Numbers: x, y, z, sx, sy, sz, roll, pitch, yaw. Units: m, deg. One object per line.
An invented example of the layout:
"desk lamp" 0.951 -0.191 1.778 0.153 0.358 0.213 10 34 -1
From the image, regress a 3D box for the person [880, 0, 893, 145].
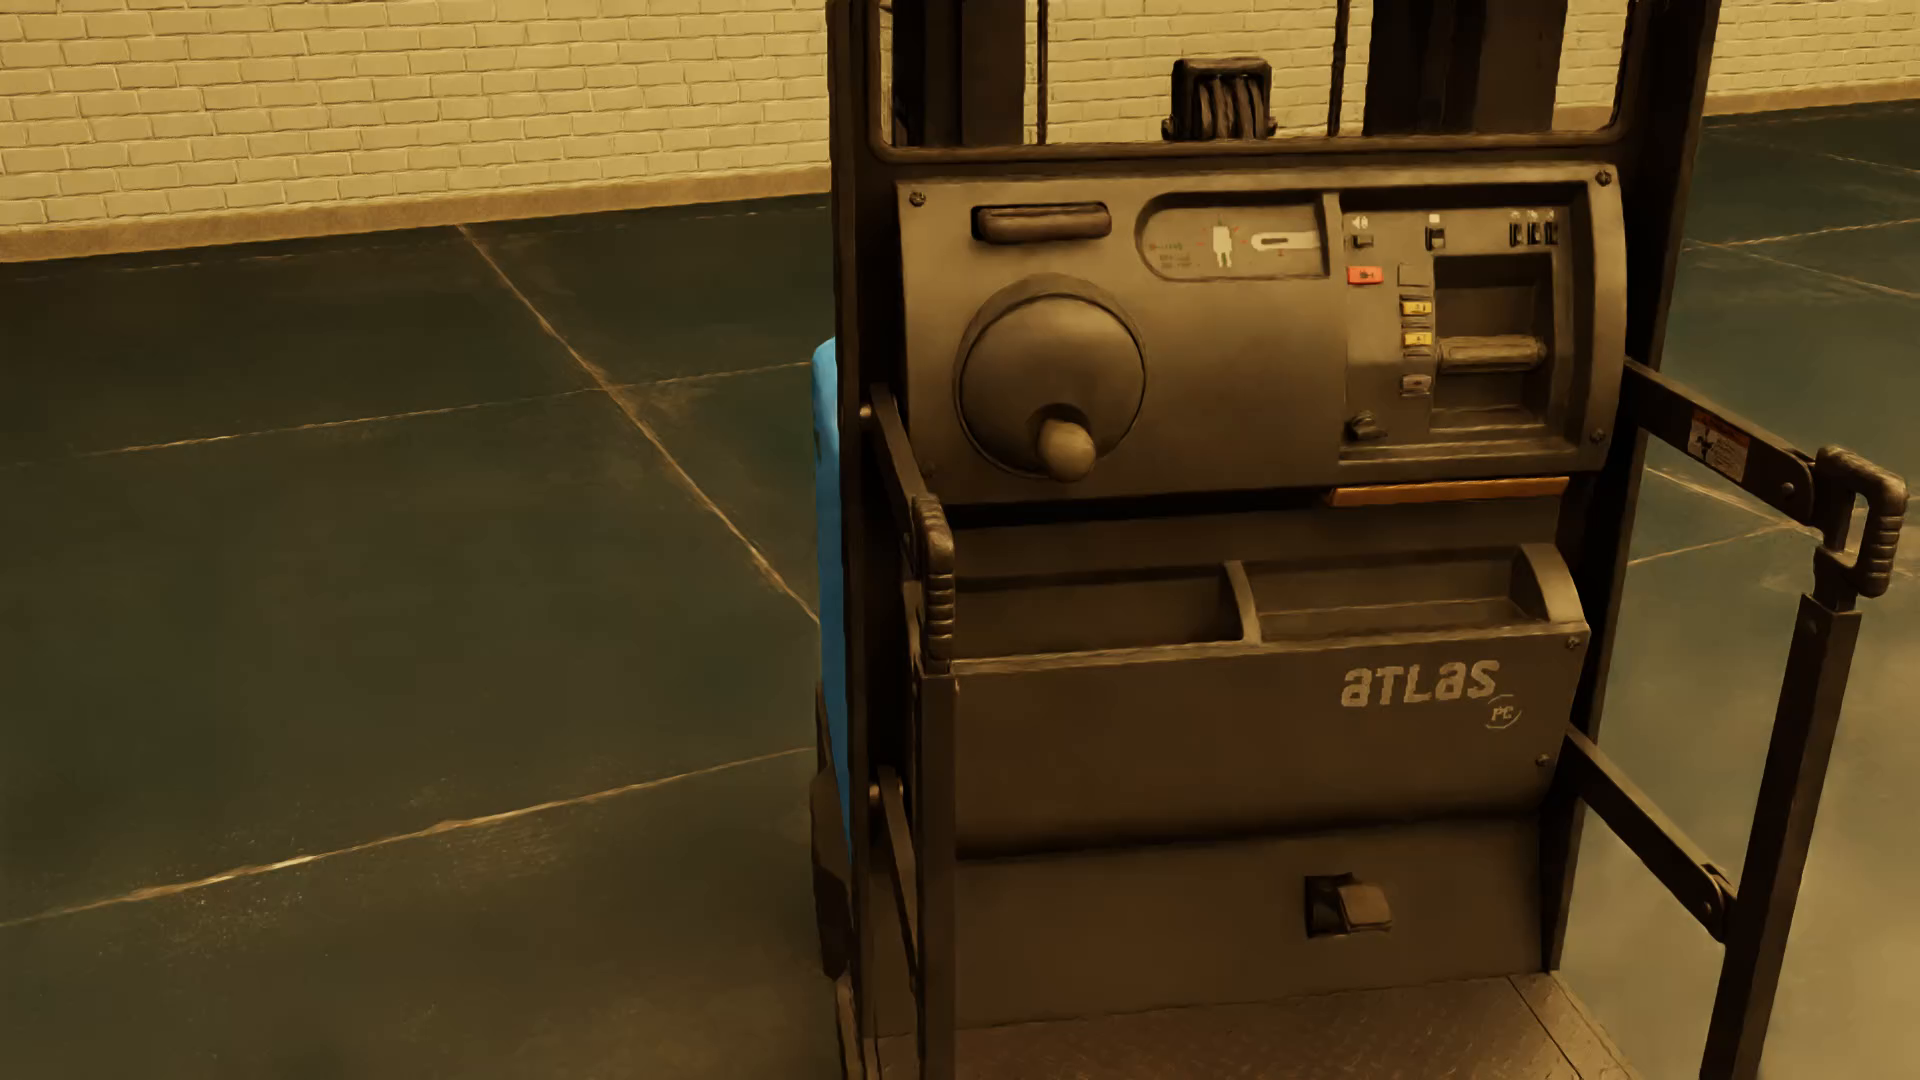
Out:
"person" 0.064 -0.798 4.799 0.532 1.695 0.586 -10 25 -23

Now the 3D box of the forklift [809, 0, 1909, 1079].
"forklift" 0.422 -0.249 1.885 1.130 2.935 3.031 -3 23 -8
